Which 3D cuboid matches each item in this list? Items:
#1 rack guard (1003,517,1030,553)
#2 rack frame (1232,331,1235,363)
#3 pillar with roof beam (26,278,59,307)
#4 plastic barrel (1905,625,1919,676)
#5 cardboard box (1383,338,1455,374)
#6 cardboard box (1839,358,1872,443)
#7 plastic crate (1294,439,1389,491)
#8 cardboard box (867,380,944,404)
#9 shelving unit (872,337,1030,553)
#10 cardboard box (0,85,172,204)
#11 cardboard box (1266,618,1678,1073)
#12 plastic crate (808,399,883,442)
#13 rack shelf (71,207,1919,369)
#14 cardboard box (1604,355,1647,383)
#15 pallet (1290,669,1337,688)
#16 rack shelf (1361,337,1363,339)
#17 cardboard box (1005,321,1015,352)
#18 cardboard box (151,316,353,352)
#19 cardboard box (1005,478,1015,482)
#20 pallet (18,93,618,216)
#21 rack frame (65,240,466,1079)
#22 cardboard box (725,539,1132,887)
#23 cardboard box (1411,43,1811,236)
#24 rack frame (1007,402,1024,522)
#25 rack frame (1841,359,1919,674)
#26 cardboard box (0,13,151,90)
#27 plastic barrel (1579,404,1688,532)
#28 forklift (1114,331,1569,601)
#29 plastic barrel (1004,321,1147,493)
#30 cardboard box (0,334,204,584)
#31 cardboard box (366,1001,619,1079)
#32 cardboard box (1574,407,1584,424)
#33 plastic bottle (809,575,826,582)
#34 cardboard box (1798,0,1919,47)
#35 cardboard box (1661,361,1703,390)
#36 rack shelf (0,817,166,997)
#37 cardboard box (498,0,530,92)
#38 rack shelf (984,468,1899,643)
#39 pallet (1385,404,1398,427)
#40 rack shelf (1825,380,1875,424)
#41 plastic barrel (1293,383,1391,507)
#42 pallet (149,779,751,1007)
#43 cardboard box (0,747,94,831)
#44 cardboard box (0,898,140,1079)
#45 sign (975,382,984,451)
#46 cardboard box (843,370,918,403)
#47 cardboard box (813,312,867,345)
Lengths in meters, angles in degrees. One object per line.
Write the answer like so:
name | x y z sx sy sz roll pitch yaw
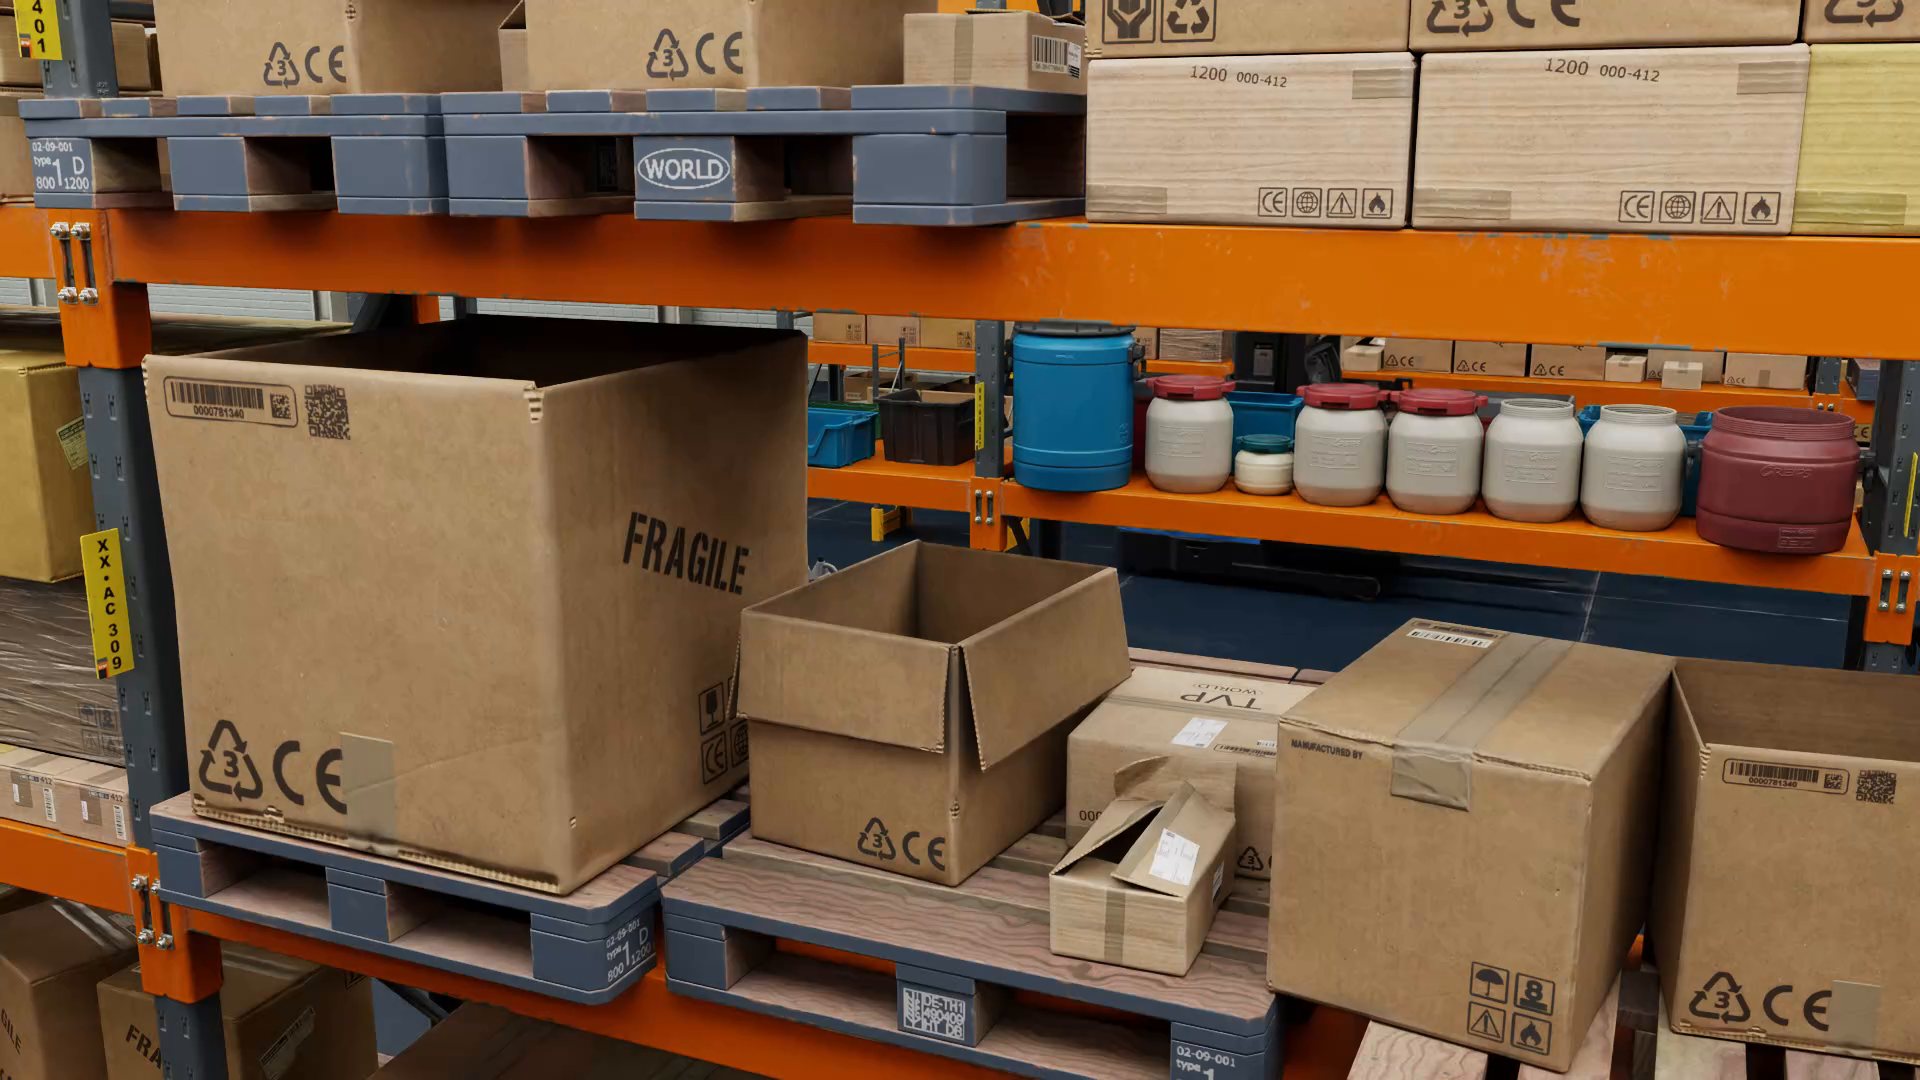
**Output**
rack guard | 0.386 -0.083 12.560 0.087 0.250 0.587 6 14 23
rack frame | 2.339 -1.620 13.093 0.127 3.000 1.000 6 14 23
pillar with roof beam | -16.525 -6.828 22.156 0.400 9.000 9.100 6 14 23
plastic barrel | 4.441 0.678 7.131 0.708 0.830 0.600 6 14 23
cardboard box | 3.517 -1.546 12.557 0.500 0.500 0.500 7 15 27
cardboard box | 8.619 -1.347 15.718 0.750 0.750 0.750 6 14 22
plastic crate | 2.036 -0.381 8.274 0.662 0.188 0.450 6 14 23
cardboard box | -0.460 -1.079 14.246 0.500 0.500 0.500 6 14 23
shelving unit | -0.070 -0.737 12.614 1.083 1.500 0.587 6 14 23
cardboard box | -2.199 -0.926 3.899 0.500 0.250 0.500 6 15 25
cardboard box | 0.920 0.493 2.949 0.500 0.500 0.700 8 16 32
plastic crate | -0.797 -0.667 9.496 0.662 0.188 0.450 6 14 23
rack shelf | 0.152 -0.476 3.228 4.000 0.370 1.077 6 14 23
cardboard box | 4.808 -1.234 11.997 0.250 0.149 0.380 7 15 27
pallet | 2.183 0.949 8.249 1.213 0.211 1.003 6 14 23
rack shelf | 6.171 -2.120 16.798 4.000 0.370 1.077 6 14 23
cardboard box | 0.520 -1.850 13.856 0.500 0.500 0.700 6 15 25
cardboard box | -1.985 -0.326 4.521 0.500 0.500 0.500 6 14 23
cardboard box | 0.453 -0.621 13.934 0.500 0.250 0.500 6 14 23
pallet | -1.155 -0.841 3.617 1.003 0.211 1.213 6 14 23
rack frame | -1.676 0.449 4.277 0.127 3.000 1.000 6 14 23
cardboard box | -0.054 0.335 3.616 0.637 0.503 0.797 7 15 29
cardboard box | 0.988 -0.604 2.527 0.500 0.250 0.500 6 14 23
rack frame | 0.387 -0.691 12.417 0.032 1.500 0.500 6 14 23
rack frame | 3.987 -0.216 7.108 0.127 3.000 1.000 6 14 23
cardboard box | -2.091 -1.103 3.777 0.250 0.149 0.380 6 15 25
plastic barrel | 2.960 -0.321 7.311 0.421 0.512 0.421 0 13 0
forklift | 2.656 -1.158 11.273 3.031 2.935 1.130 6 14 24
plastic barrel | 0.560 -0.731 8.206 0.708 0.901 0.600 6 14 23
cardboard box | -2.199 -0.216 4.050 0.500 0.500 0.500 6 14 23
cardboard box | -1.124 1.513 4.251 0.500 0.500 0.700 5 14 19
cardboard box | 6.431 -1.450 16.877 0.500 0.500 0.700 6 14 23
plastic bottle | -0.839 0.341 9.735 0.135 0.276 0.152 6 14 23
cardboard box | 1.443 -0.926 2.254 0.500 0.500 0.500 6 15 25
cardboard box | 5.062 -1.153 11.653 0.250 0.149 0.380 6 14 23
rack shelf | -3.505 0.614 5.148 4.000 0.370 1.077 6 14 23
cardboard box | -0.776 -1.085 3.620 0.258 0.266 0.396 6 15 25
rack shelf | 2.158 -0.051 7.979 4.000 0.370 1.077 6 14 23
pallet | 5.055 -1.226 17.517 1.213 0.211 1.003 6 14 23
rack shelf | 7.825 -0.715 10.810 4.000 0.370 1.077 6 14 23
plastic barrel | 1.786 -0.450 7.808 0.433 0.535 0.433 0 13 0
pallet | -1.037 0.643 3.868 1.213 0.211 1.003 6 14 23
cardboard box | -2.217 0.587 4.236 0.250 0.149 0.380 6 14 23
cardboard box | -2.553 1.364 4.927 0.500 0.500 0.500 12 18 41
sign | 0.097 -0.607 8.169 0.005 0.325 0.100 6 14 23
cardboard box | -0.707 -1.234 14.904 0.500 0.500 0.500 6 14 23
cardboard box | -0.896 -1.993 14.464 0.500 0.500 0.700 6 14 23
